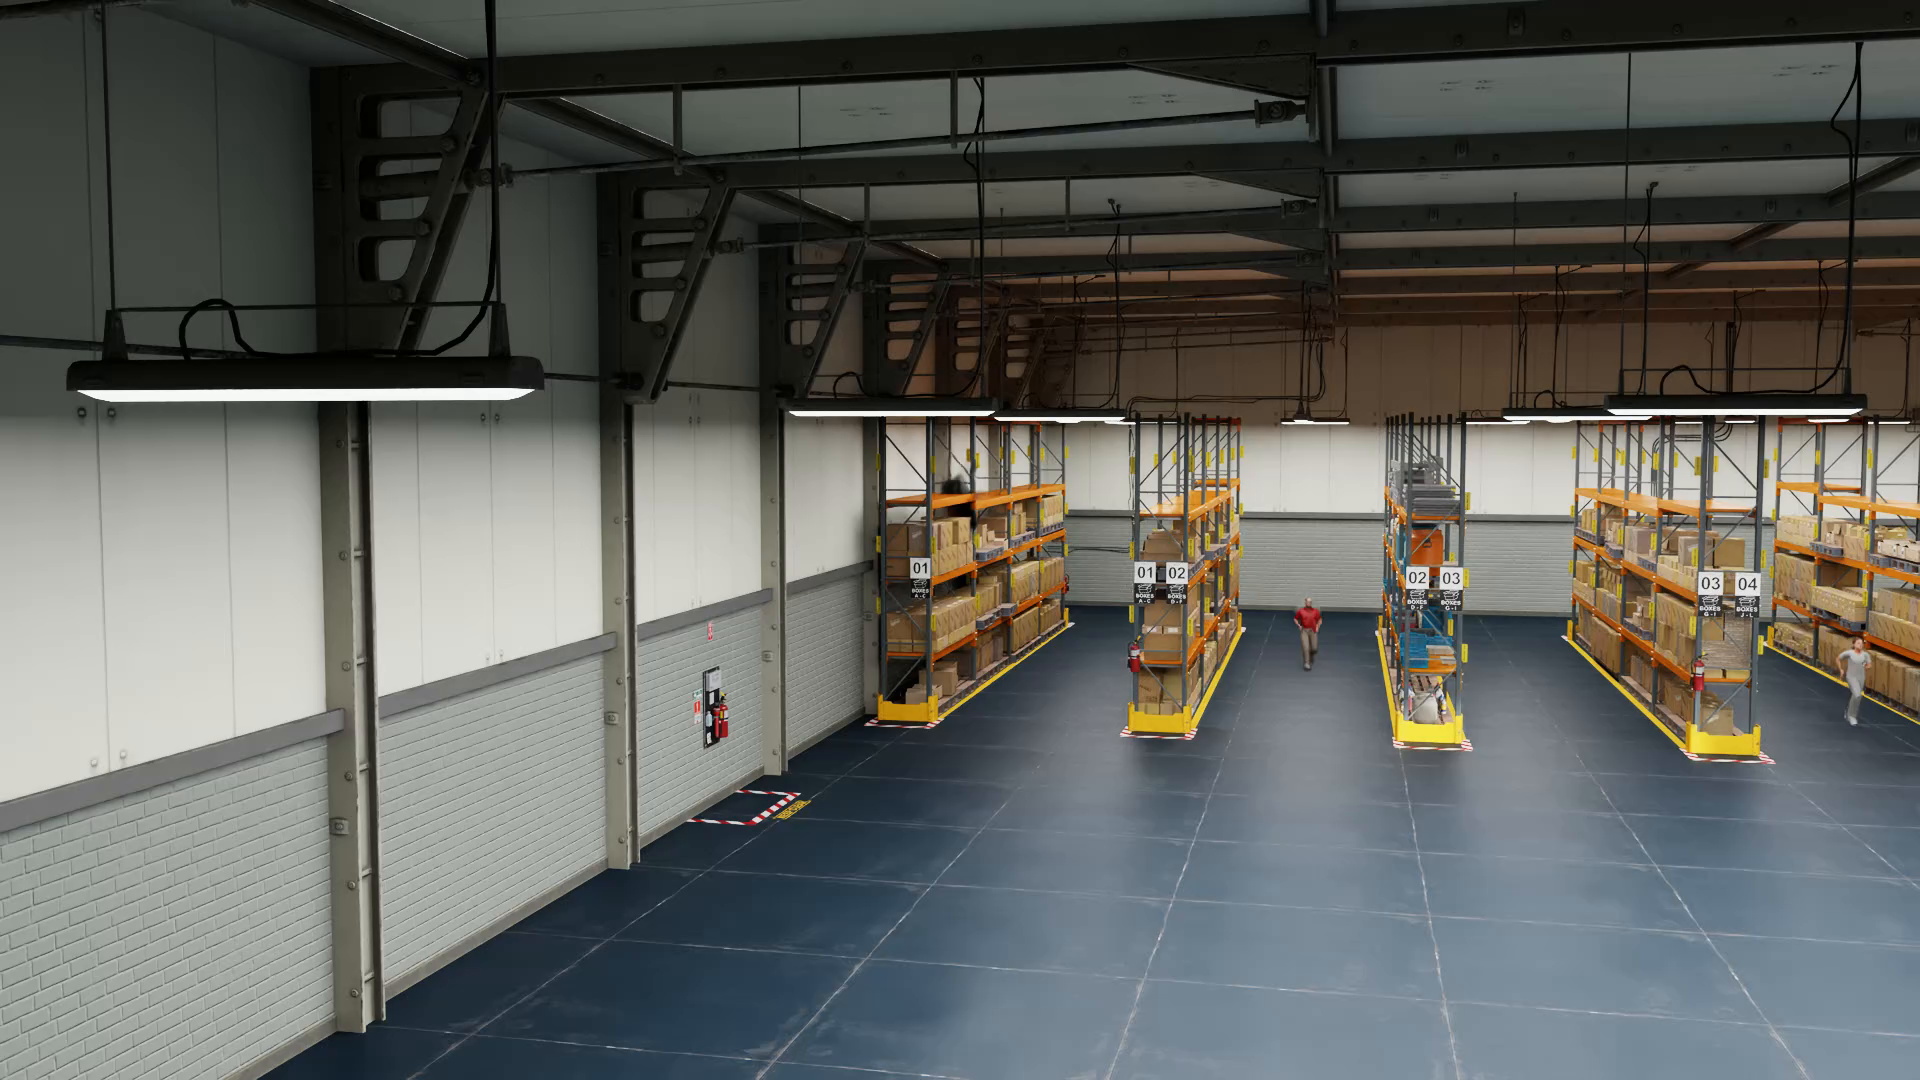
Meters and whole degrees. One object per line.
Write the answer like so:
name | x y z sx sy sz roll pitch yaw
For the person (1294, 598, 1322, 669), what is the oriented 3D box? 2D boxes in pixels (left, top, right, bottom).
person | 8.277 2.208 39.551 0.661 1.672 0.629 0 4 3

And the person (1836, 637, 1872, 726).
person | 17.268 2.718 32.056 0.545 1.703 0.676 0 4 -2
